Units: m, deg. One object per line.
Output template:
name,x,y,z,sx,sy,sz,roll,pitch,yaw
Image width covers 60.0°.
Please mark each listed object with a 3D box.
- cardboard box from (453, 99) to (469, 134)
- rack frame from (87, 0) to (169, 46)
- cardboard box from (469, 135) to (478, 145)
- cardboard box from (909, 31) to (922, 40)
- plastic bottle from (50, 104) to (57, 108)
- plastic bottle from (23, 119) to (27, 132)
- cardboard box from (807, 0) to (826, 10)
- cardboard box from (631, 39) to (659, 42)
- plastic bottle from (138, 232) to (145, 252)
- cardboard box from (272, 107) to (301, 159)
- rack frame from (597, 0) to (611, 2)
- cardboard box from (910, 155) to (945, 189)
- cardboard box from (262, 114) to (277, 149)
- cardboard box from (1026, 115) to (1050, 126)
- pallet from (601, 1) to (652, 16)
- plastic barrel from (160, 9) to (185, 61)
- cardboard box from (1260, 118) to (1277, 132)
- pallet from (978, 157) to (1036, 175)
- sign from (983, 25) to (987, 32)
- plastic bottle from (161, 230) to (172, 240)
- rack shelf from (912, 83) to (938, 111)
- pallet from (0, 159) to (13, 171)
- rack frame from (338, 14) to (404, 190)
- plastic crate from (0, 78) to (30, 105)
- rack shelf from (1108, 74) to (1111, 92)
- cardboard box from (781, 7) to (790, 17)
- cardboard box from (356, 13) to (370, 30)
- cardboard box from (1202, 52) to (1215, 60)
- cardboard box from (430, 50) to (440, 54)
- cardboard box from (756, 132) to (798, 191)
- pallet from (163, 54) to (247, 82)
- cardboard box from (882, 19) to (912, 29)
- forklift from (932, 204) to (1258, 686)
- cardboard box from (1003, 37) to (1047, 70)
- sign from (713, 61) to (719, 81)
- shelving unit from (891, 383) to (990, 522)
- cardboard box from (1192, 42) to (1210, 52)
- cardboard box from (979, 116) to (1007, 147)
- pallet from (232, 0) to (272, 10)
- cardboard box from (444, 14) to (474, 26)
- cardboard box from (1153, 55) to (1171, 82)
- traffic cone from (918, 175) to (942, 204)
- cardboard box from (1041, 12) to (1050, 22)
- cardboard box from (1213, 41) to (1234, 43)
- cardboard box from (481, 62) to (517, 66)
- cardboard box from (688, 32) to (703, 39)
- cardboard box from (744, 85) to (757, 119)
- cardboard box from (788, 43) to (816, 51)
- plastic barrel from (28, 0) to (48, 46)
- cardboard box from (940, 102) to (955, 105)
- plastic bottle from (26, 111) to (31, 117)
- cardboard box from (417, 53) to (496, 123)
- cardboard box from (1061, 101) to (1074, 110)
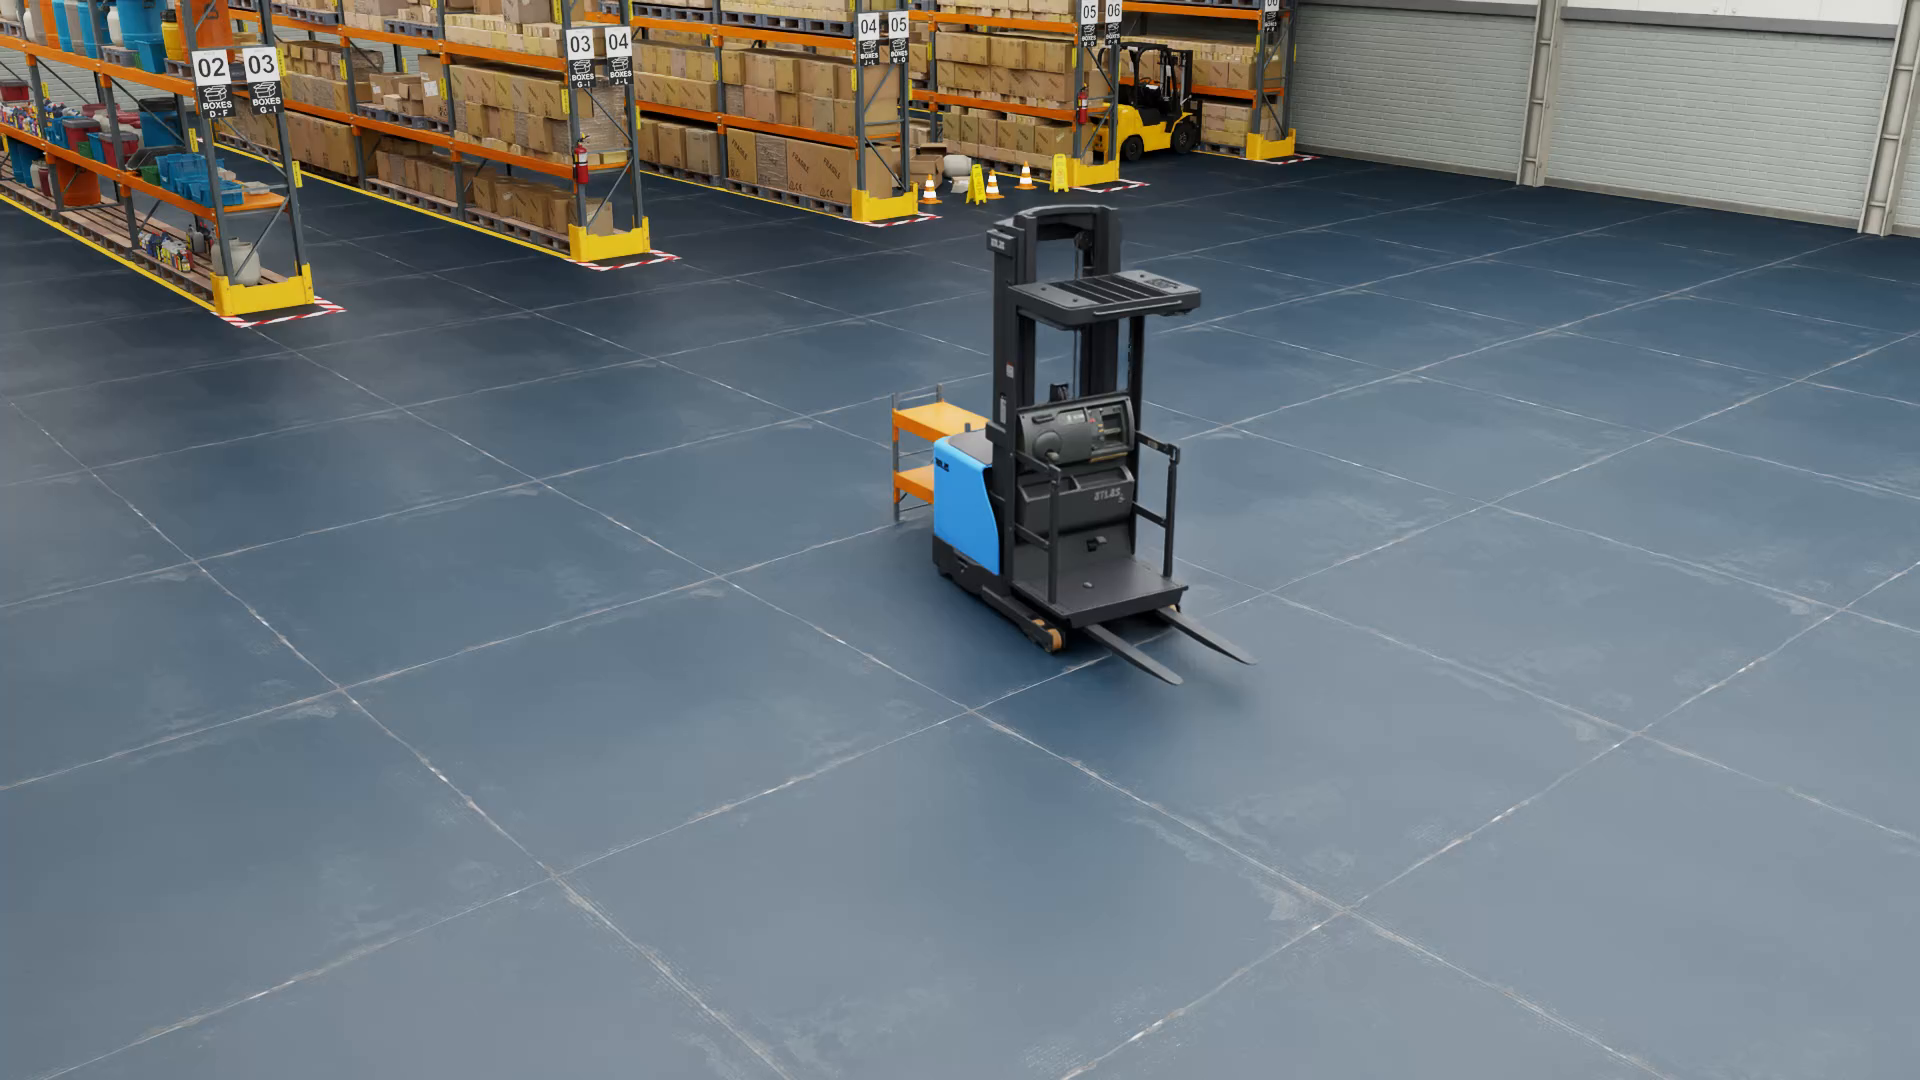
cardboard box,-7.429,-6.703,26.166,0.875,0.500,0.500,-17,27,-37
rack frame,-11.428,-8.271,22.489,1.000,3.000,0.127,-17,27,-37
cardboard box,-7.426,-6.274,25.961,0.380,0.149,0.250,-17,27,-37
cardboard box,-0.995,-10.188,33.599,0.380,0.149,0.250,-16,26,-35
plastic bottle,-15.493,-7.321,28.459,0.152,0.276,0.135,-17,27,-37
plastic bottle,-15.220,-6.762,27.134,0.097,0.201,0.097,0,21,0
cardboard box,-2.099,-8.619,26.575,0.500,0.250,0.500,-17,27,-37
cardboard box,-6.178,-9.301,31.835,0.700,0.500,0.500,-18,27,-38
plastic bottle,-11.552,-4.220,23.509,0.097,0.271,0.097,0,21,0
cardboard box,-12.465,-7.901,32.108,1.225,0.875,0.875,-17,27,-37
rack frame,-6.463,-11.708,31.264,1.000,3.000,0.127,-17,27,-37
cardboard box,-0.622,-6.631,29.950,0.637,0.503,0.797,3,22,9
cardboard box,-13.268,-8.275,33.061,0.875,0.875,0.875,-17,27,-37
cardboard box,1.432,-7.722,30.589,0.380,0.149,0.250,-16,27,-36
pallet,-6.003,-10.058,31.423,1.213,0.211,1.003,-16,26,-35
plastic barrel,-9.658,-6.337,20.830,0.600,0.588,0.600,0,21,0
cardboard box,6.051,-8.421,33.606,0.500,0.250,0.500,-17,27,-36
pallet,1.097,-7.203,31.812,1.003,0.211,1.213,-17,27,-37
sign,0.574,-11.674,37.924,0.100,0.325,0.005,-17,27,-37
plastic bottle,-11.106,-4.162,23.252,0.144,0.351,0.185,-17,27,-37
rack shelf,-1.474,-9.234,34.158,1.077,0.370,4.000,-17,27,-37
pallet,-17.960,-6.921,31.090,1.003,0.211,1.213,-17,27,-37
rack frame,-10.287,-7.762,29.415,1.000,3.000,0.127,-17,27,-37
plastic crate,-17.043,-8.052,29.985,0.402,0.464,0.583,-17,27,-37
rack shelf,2.284,-10.416,37.178,1.077,0.370,4.000,-17,27,-37
cardboard box,-2.710,-8.659,27.223,0.380,0.149,0.250,-17,27,-37
cardboard box,-9.838,-8.756,28.046,0.500,0.250,0.500,-17,27,-36
cardboard box,5.086,-9.755,33.476,0.380,0.149,0.250,-19,28,-39
cardboard box,-11.602,-11.120,37.444,0.500,0.500,0.500,-16,26,-35
cardboard box,-2.904,-6.577,28.728,0.875,0.875,0.875,-17,27,-37
pallet,-9.283,-5.933,20.891,1.003,0.211,1.213,-17,27,-37
cardboard box,-1.486,-12.464,40.707,0.700,0.500,0.500,-17,27,-36
forklift,0.942,-0.764,11.642,1.130,2.935,3.031,-12,24,-27
cardboard box,1.208,-8.909,30.426,0.700,0.500,0.500,-18,28,-38
sign,-4.257,-8.180,29.003,0.100,0.325,0.005,-17,27,-37
shelving unit,-0.056,-0.589,13.670,0.538,1.125,1.048,-15,26,-33
cardboard box,4.898,-9.958,33.587,0.380,0.149,0.250,-17,27,-36
cardboard box,0.708,-7.764,31.587,0.500,0.500,0.500,-16,26,-35
pallet,-13.424,-10.451,32.289,1.003,0.211,1.213,-17,27,-37
cardboard box,-7.697,-8.006,25.584,0.380,0.149,0.250,-18,28,-39
cardboard box,4.365,-9.781,34.432,0.500,0.500,0.500,-18,28,-38
traffic cone,-0.512,-6.008,28.415,0.336,0.463,0.334,-17,27,-37
cardboard box,1.663,-9.365,29.739,0.380,0.149,0.250,-16,27,-36
cardboard box,5.377,-10.109,33.972,0.380,0.149,0.250,-18,28,-39
cardboard box,-7.174,-7.249,26.188,0.500,0.500,0.500,-17,27,-37
cardboard box,-5.908,-11.803,38.224,0.500,0.500,0.500,-18,28,-38
cardboard box,-3.226,-7.634,28.882,0.875,0.550,0.550,-17,27,-37
cardboard box,-3.315,-10.714,35.443,0.500,0.500,0.500,-18,28,-39
plastic barrel,-13.668,-7.934,25.055,0.600,0.901,0.600,0,21,0
cardboard box,-0.123,-10.686,39.731,0.500,0.500,0.500,-16,27,-35
plastic bottle,-15.384,-6.940,27.476,0.061,0.283,0.133,-17,27,-37
cardboard box,-8.089,-7.385,27.053,1.000,1.000,1.000,-17,27,-37
cardboard box,2.036,-7.846,29.974,0.380,0.149,0.250,-16,27,-36
